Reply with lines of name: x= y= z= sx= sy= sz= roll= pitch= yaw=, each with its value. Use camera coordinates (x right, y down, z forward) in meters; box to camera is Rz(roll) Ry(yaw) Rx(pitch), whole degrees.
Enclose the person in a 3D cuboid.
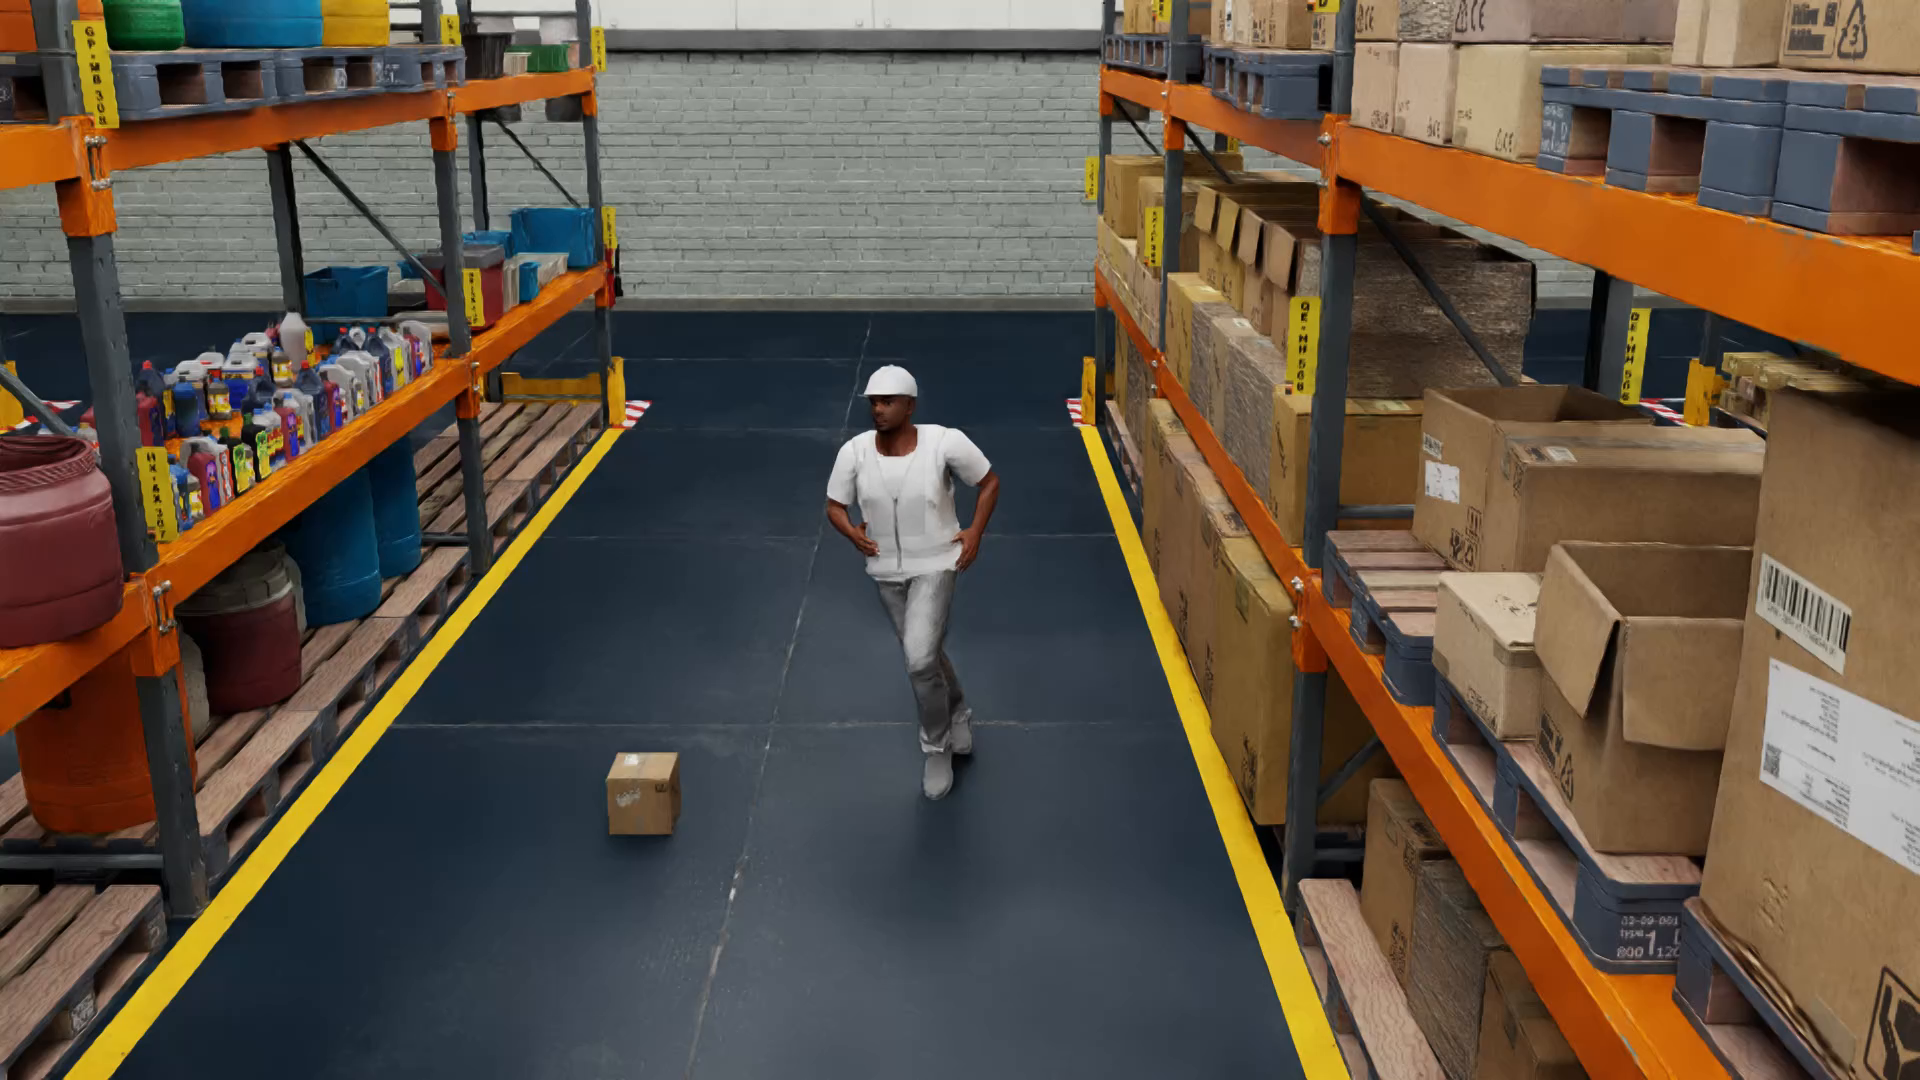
person: x=-0.237 y=0.138 z=7.054 sx=0.695 sy=1.780 sz=0.646 roll=7 pitch=18 yaw=21
